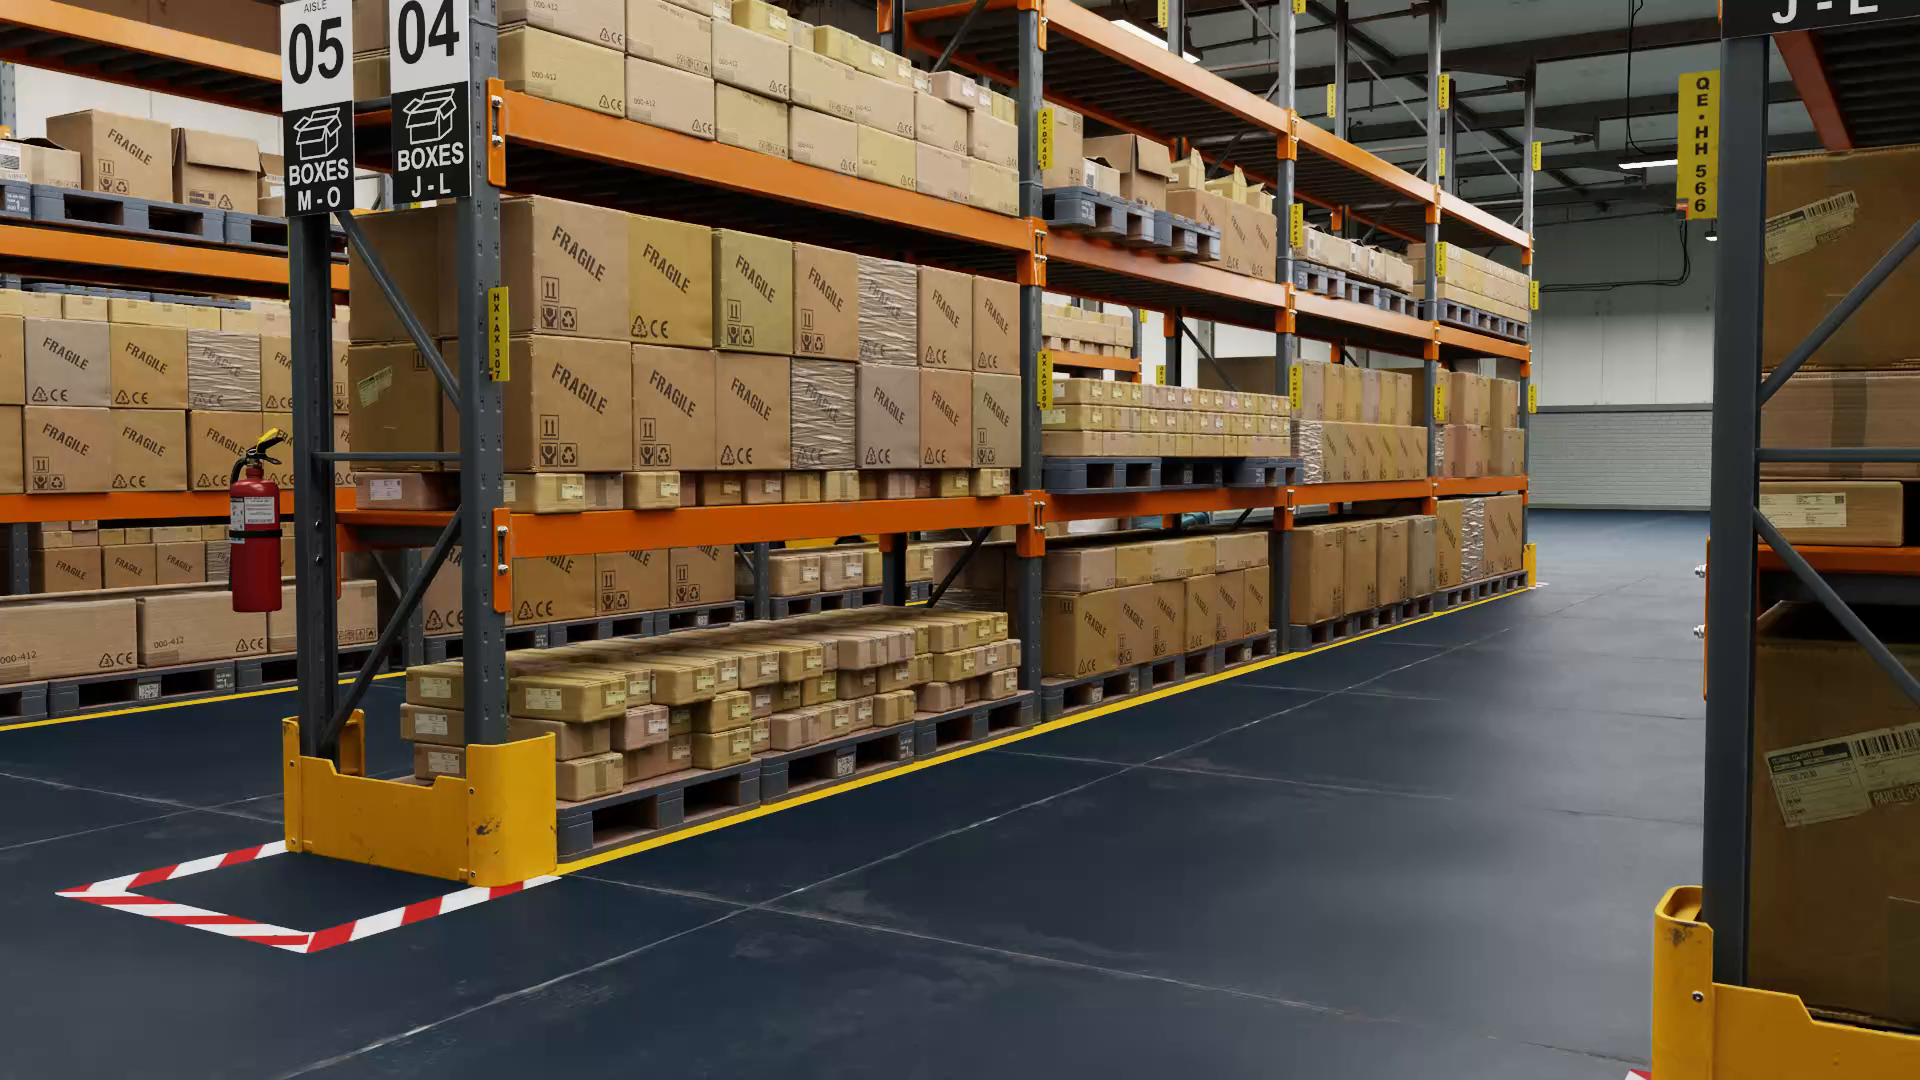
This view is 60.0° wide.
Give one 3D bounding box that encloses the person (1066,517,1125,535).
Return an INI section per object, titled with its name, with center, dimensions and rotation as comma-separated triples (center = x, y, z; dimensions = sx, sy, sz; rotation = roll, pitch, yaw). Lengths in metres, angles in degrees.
[person]
center = 1.162, -0.082, 14.251
dimensions = 0.533, 1.770, 0.491
rotation = 2, 3, 30
